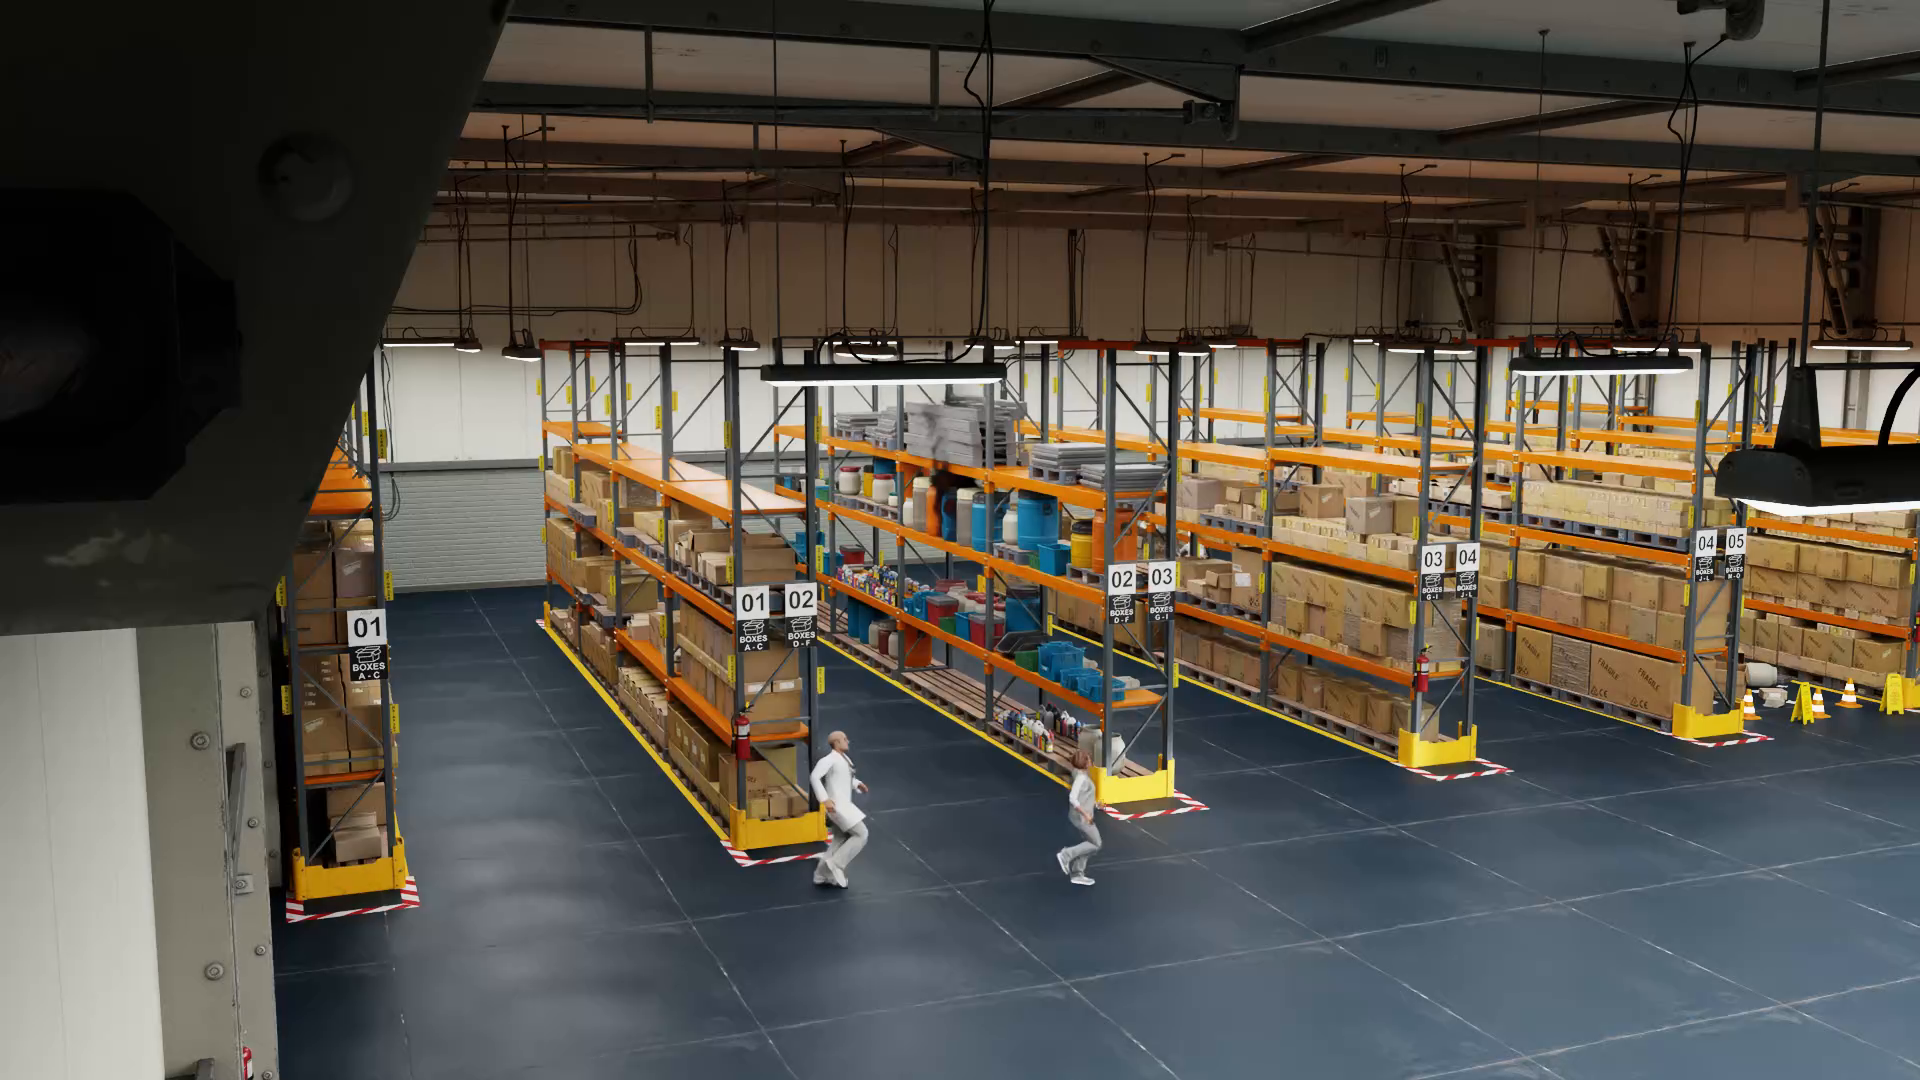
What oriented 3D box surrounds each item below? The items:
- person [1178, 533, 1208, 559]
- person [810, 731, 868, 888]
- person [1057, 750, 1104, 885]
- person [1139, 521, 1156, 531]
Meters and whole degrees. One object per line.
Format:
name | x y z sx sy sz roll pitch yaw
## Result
person | 5.189 0.658 36.881 0.666 1.750 0.930 -3 8 -21
person | -1.350 3.025 18.842 0.635 1.718 0.722 0 7 1
person | 1.380 3.137 18.789 0.521 1.558 0.544 0 7 -1
person | 4.591 0.154 40.886 0.963 1.756 0.698 -6 10 -39
